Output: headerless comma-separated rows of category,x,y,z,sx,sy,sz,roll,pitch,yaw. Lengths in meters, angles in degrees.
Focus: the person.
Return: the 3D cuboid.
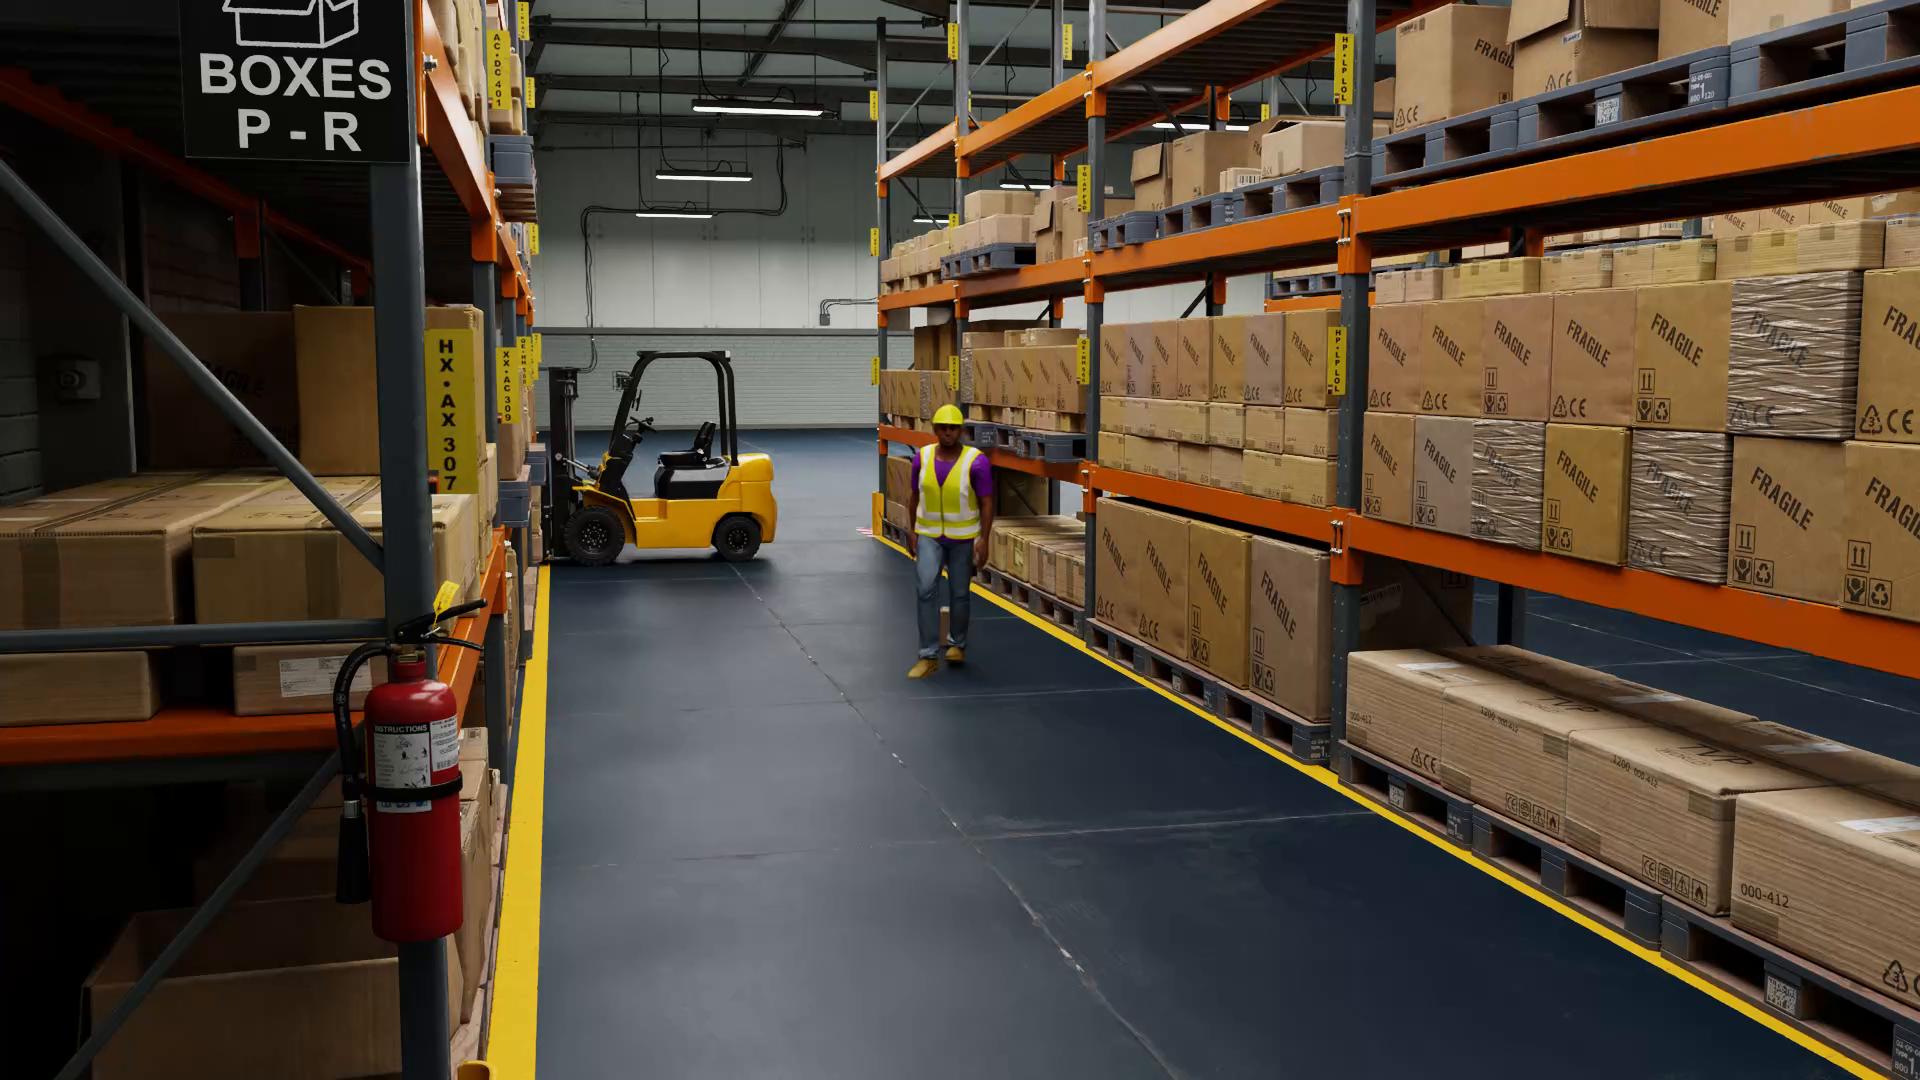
person,-0.073,-0.002,10.942,0.605,1.776,0.737,1,6,8
